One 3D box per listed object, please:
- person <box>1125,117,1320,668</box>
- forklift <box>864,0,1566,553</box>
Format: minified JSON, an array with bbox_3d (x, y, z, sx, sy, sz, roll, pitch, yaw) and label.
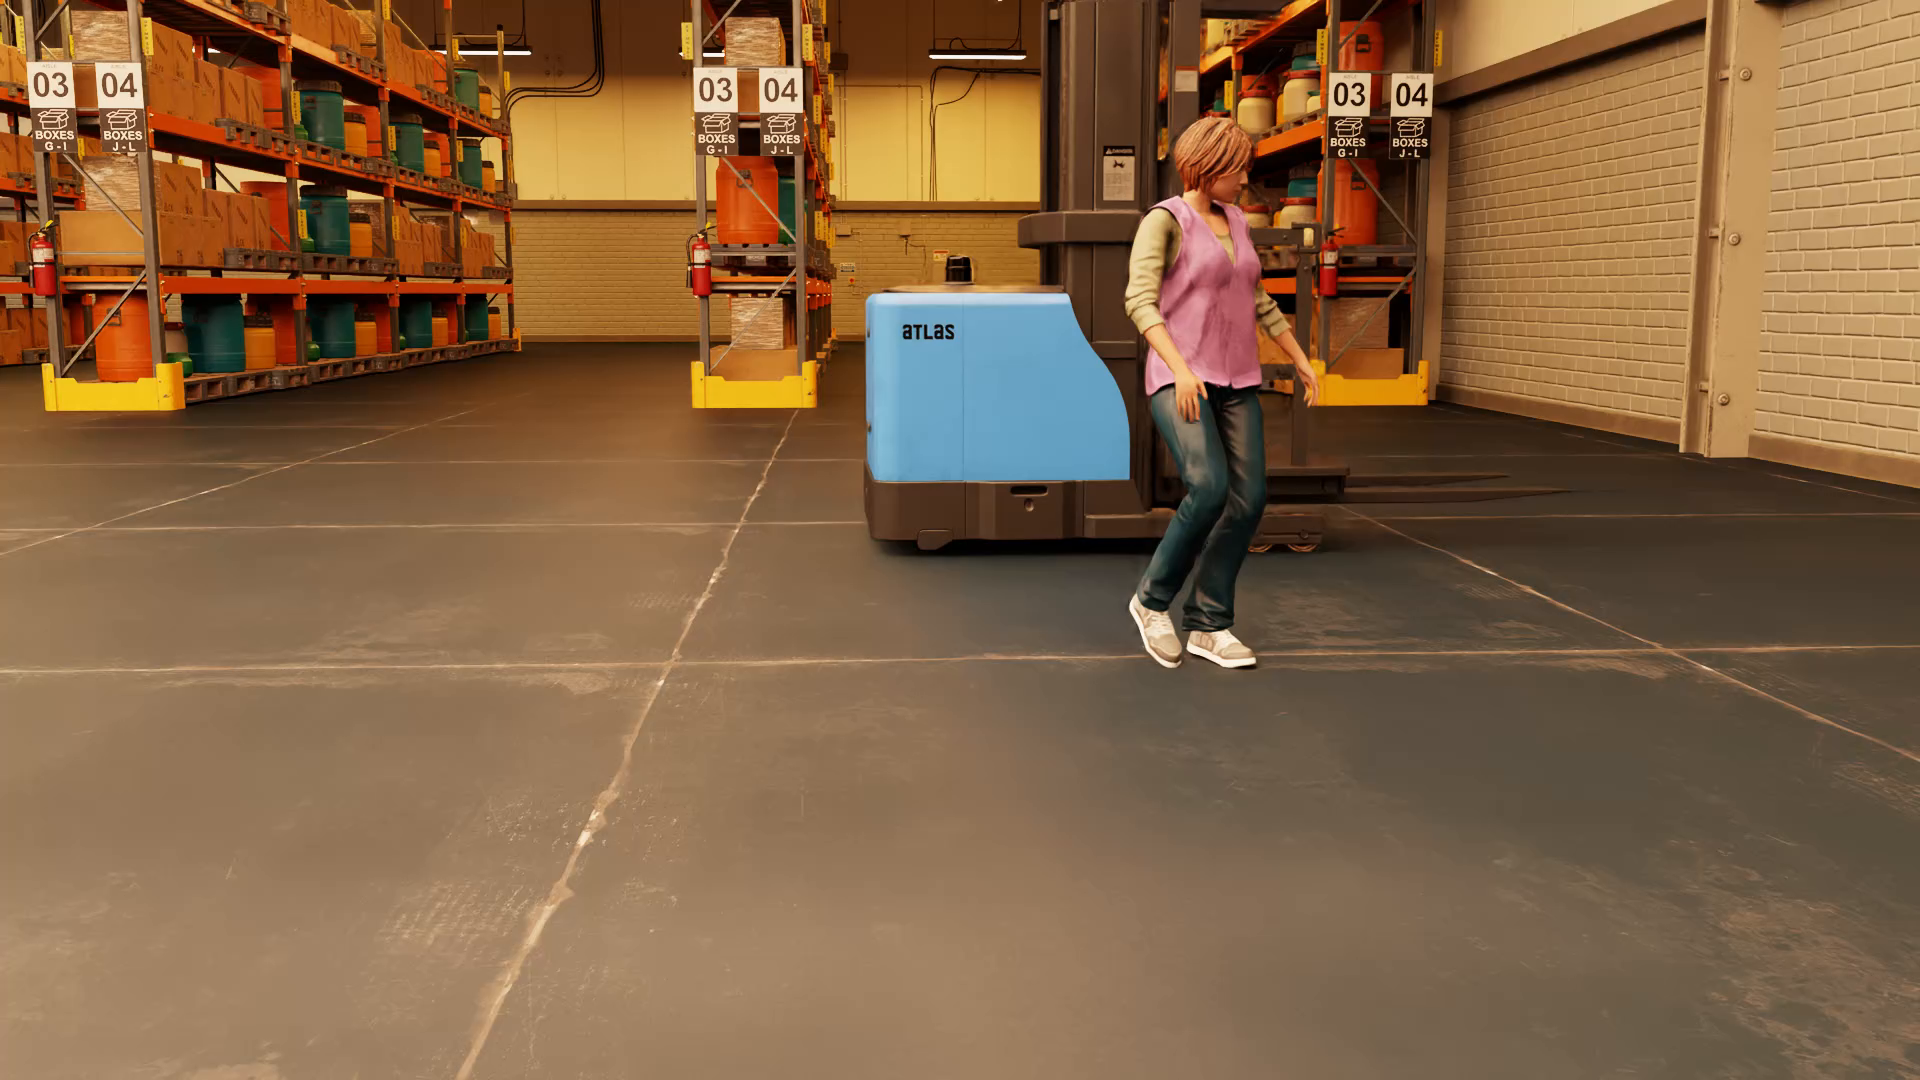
[{"bbox_3d":[0.768,-0.354,4.809,0.669,1.445,0.404,-5,10,-30],"label":"person"},{"bbox_3d":[1.105,-1.472,7.246,3.031,2.935,1.130,-1,8,-5],"label":"forklift"}]
